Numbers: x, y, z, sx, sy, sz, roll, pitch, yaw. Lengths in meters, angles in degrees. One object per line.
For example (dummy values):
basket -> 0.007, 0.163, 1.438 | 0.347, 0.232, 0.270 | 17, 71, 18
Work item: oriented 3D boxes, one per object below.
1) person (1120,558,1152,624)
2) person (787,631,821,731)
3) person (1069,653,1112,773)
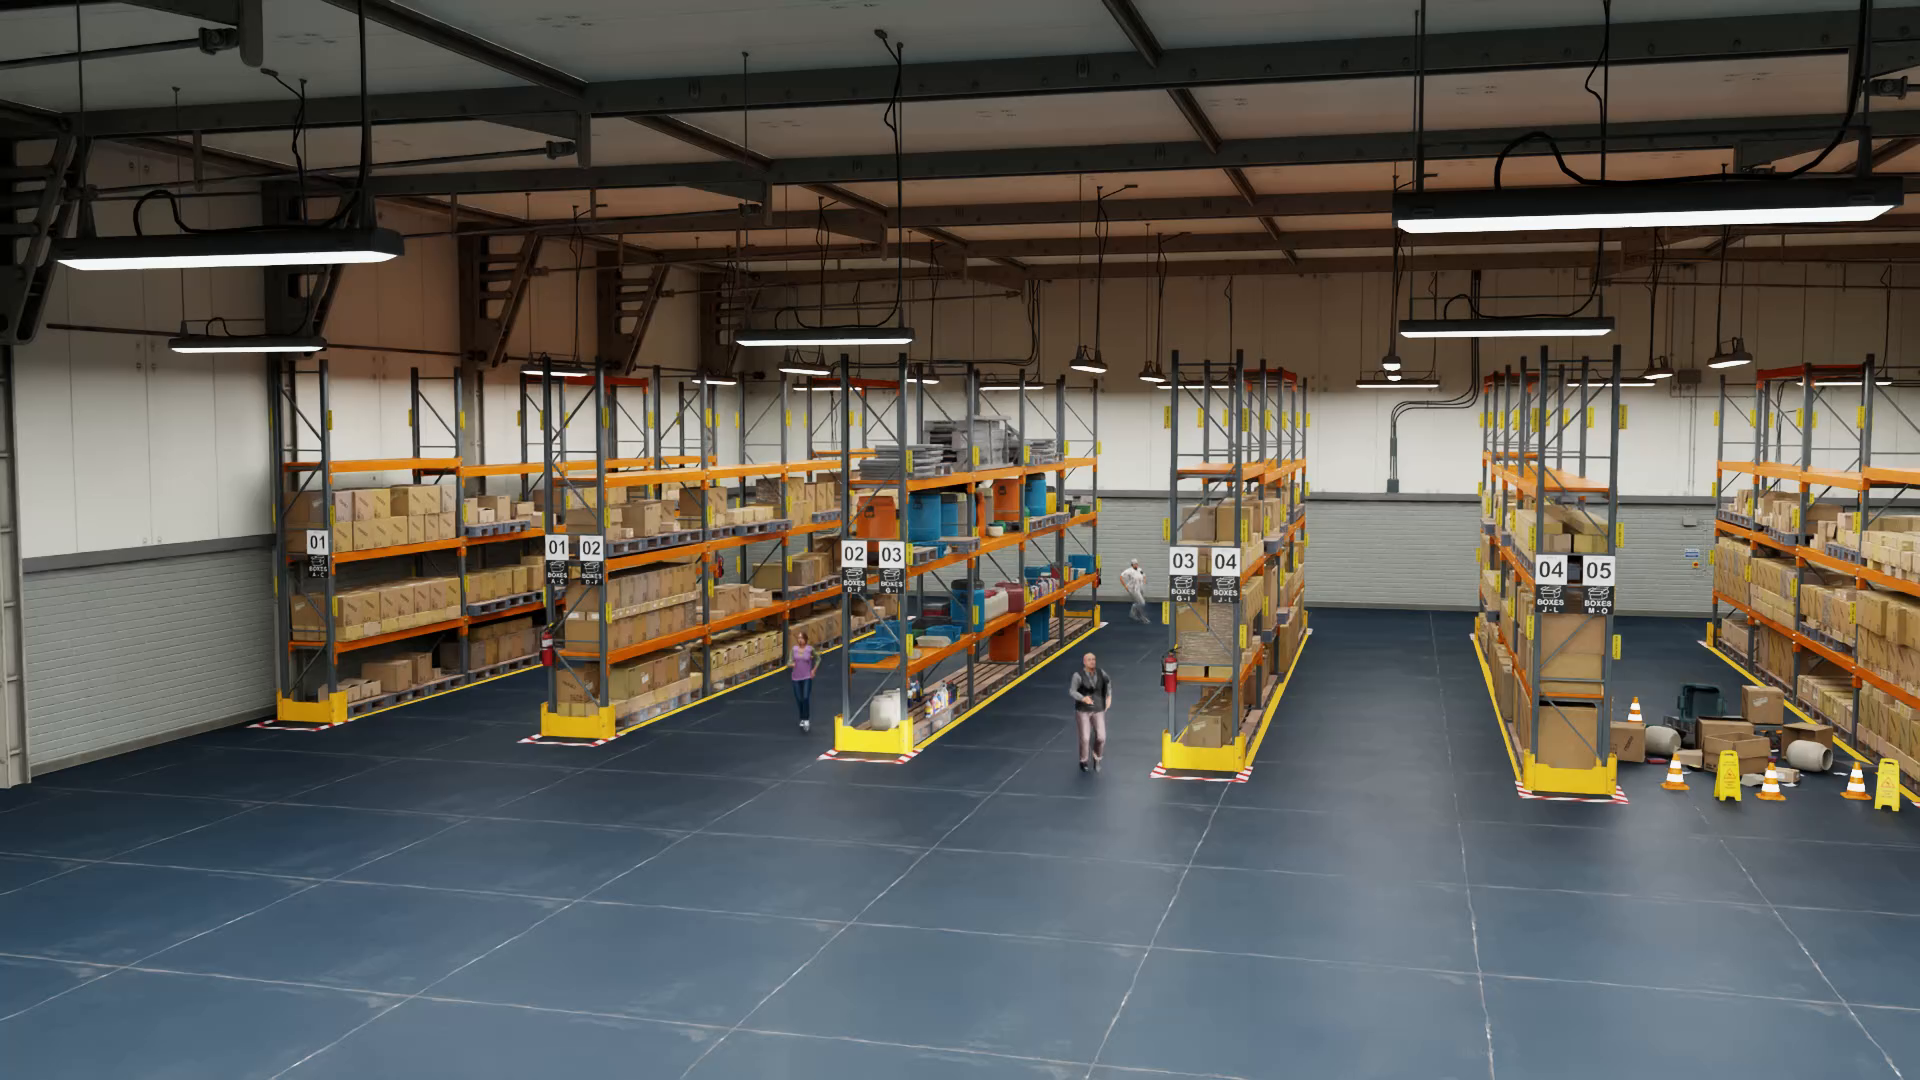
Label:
person -> 4.329, 1.270, 41.070 | 0.751, 1.662, 0.788 | -3, 5, -40
person -> -2.538, 2.282, 26.831 | 0.513, 1.587, 0.635 | 1, 4, 7
person -> 1.874, 2.471, 23.578 | 0.675, 1.746, 0.690 | -1, 4, -10
